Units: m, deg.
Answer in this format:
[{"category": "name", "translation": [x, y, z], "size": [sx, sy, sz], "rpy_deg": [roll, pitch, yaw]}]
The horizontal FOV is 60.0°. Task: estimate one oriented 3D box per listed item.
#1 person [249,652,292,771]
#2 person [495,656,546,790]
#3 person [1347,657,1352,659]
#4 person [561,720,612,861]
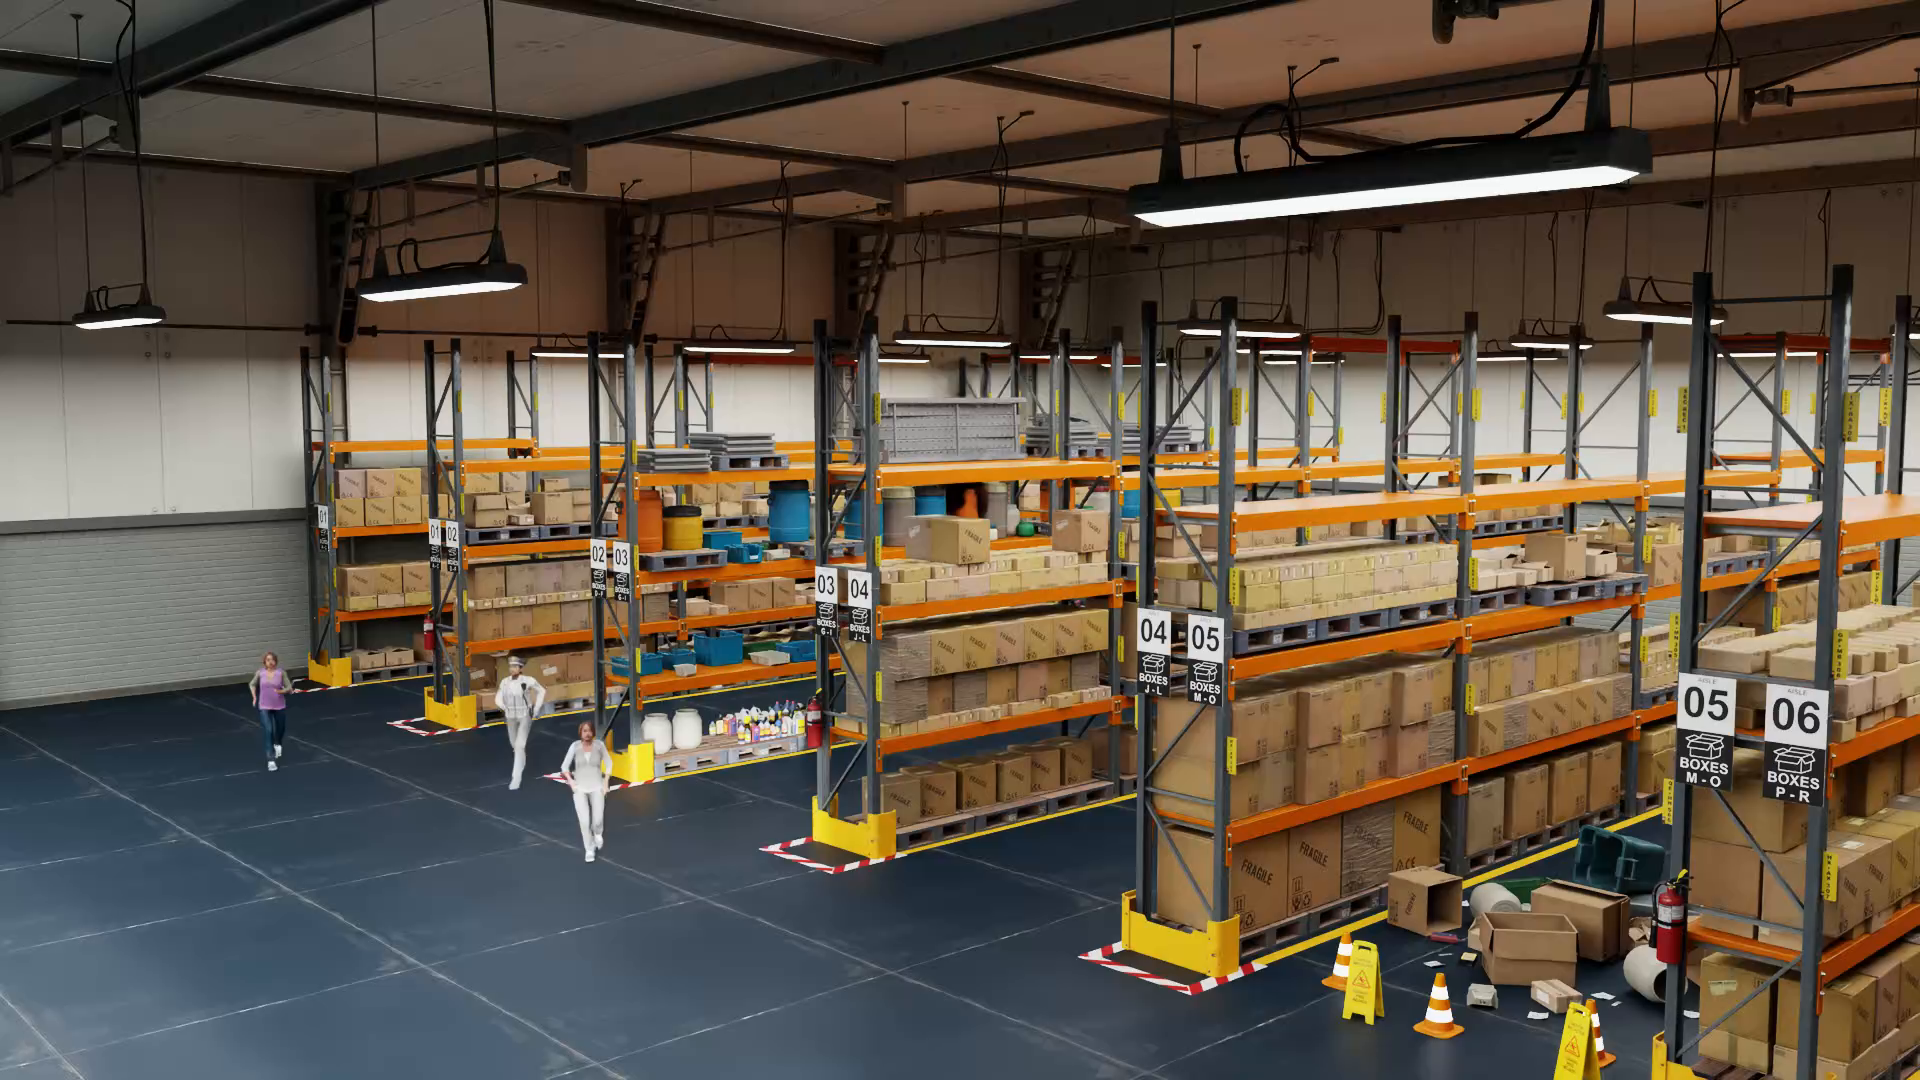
[{"category": "person", "translation": [-9.540, 2.333, 22.987], "size": [0.491, 1.578, 0.884], "rpy_deg": [-2, 6, -25]}, {"category": "person", "translation": [-5.827, 2.374, 22.129], "size": [0.581, 1.709, 0.936], "rpy_deg": [0, 5, 5]}, {"category": "person", "translation": [5.475, 2.302, 22.735], "size": [0.677, 1.764, 0.656], "rpy_deg": [-4, 6, -37]}, {"category": "person", "translation": [-4.132, 2.769, 18.426], "size": [0.556, 1.565, 0.536], "rpy_deg": [-1, 5, -12]}]
